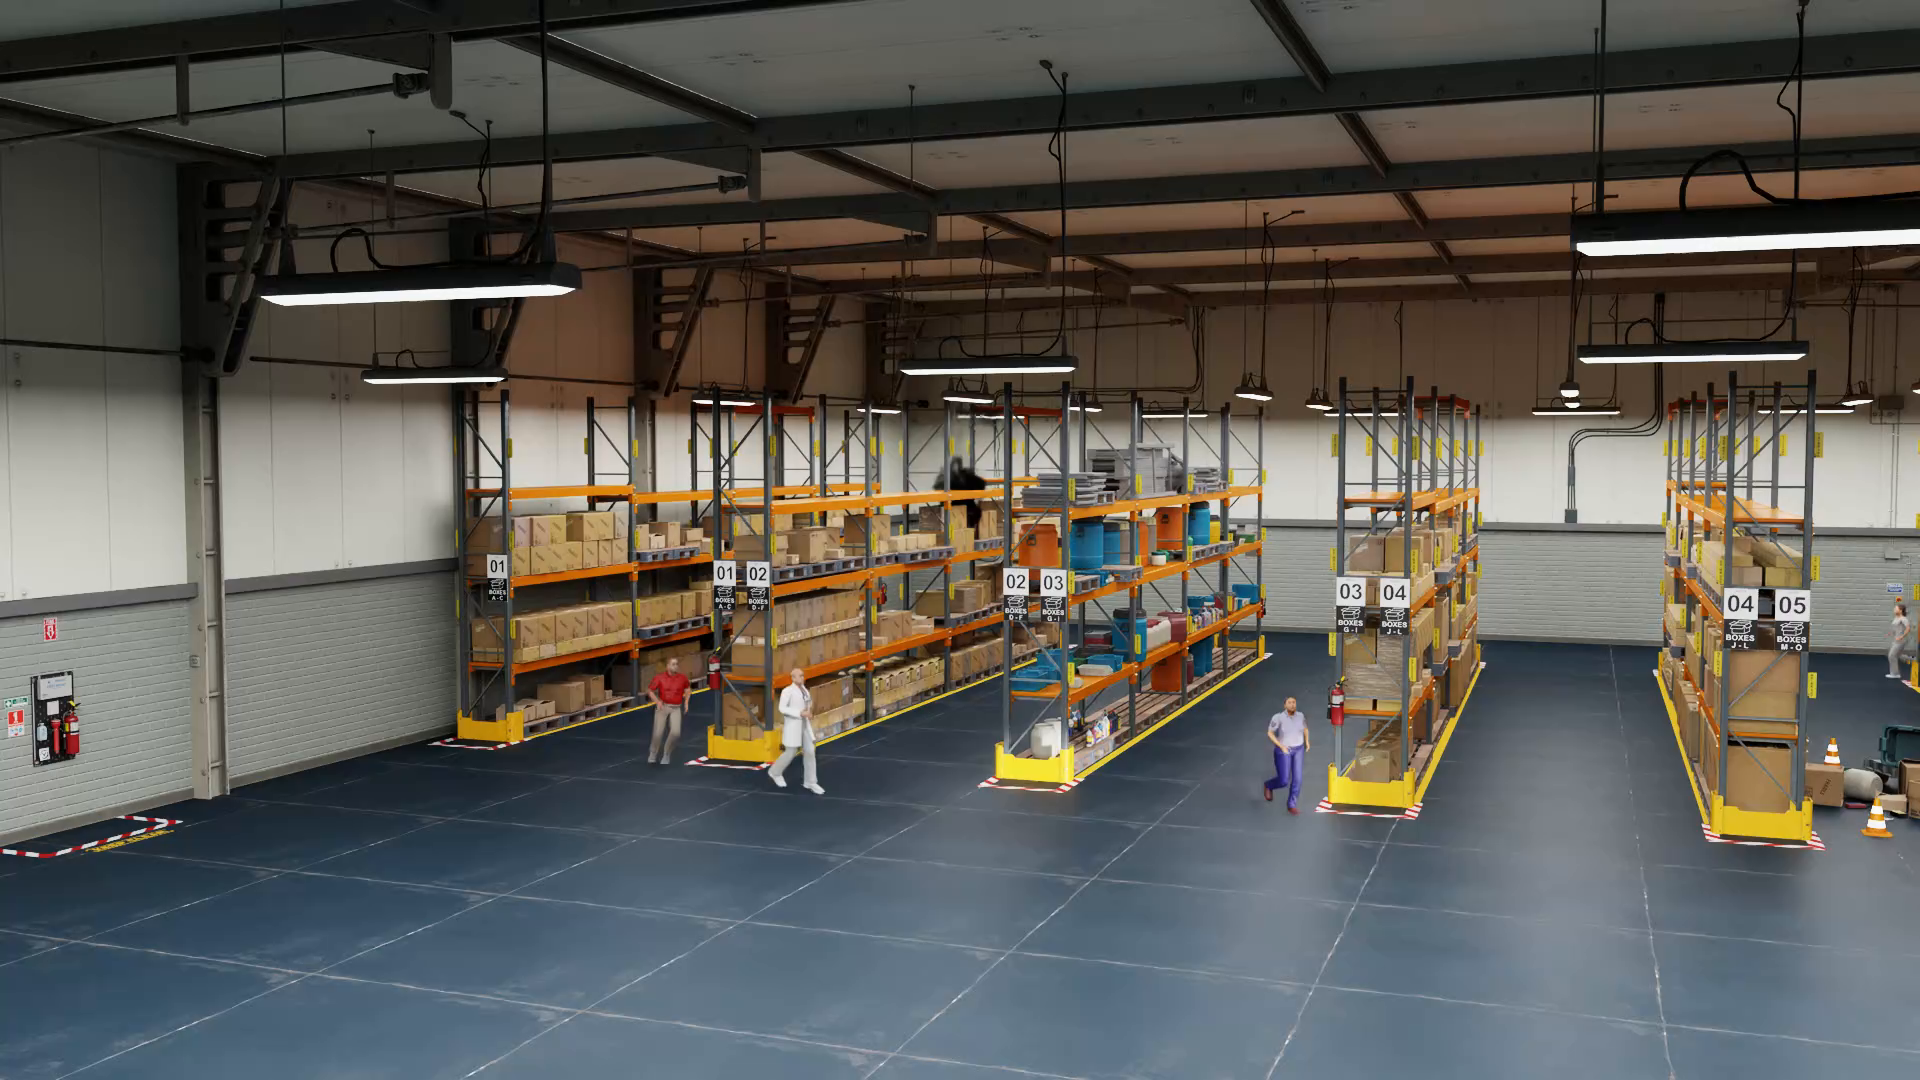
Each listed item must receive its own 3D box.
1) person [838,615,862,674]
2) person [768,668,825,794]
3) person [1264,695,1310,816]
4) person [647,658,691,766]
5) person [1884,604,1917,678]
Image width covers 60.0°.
[{"bbox_3d":[-2.333,2.147,35.258,0.645,1.785,0.904,1,3,21],"label":"person"},{"bbox_3d":[-2.414,2.771,24.286,0.981,1.803,0.698,2,4,37],"label":"person"},{"bbox_3d":[4.534,2.953,22.958,0.616,1.626,0.700,-1,3,-14],"label":"person"},{"bbox_3d":[-4.590,2.722,26.340,0.720,1.715,0.642,-1,3,-19],"label":"person"},{"bbox_3d":[20.563,2.201,36.194,0.718,1.626,0.553,1,3,13],"label":"person"}]
